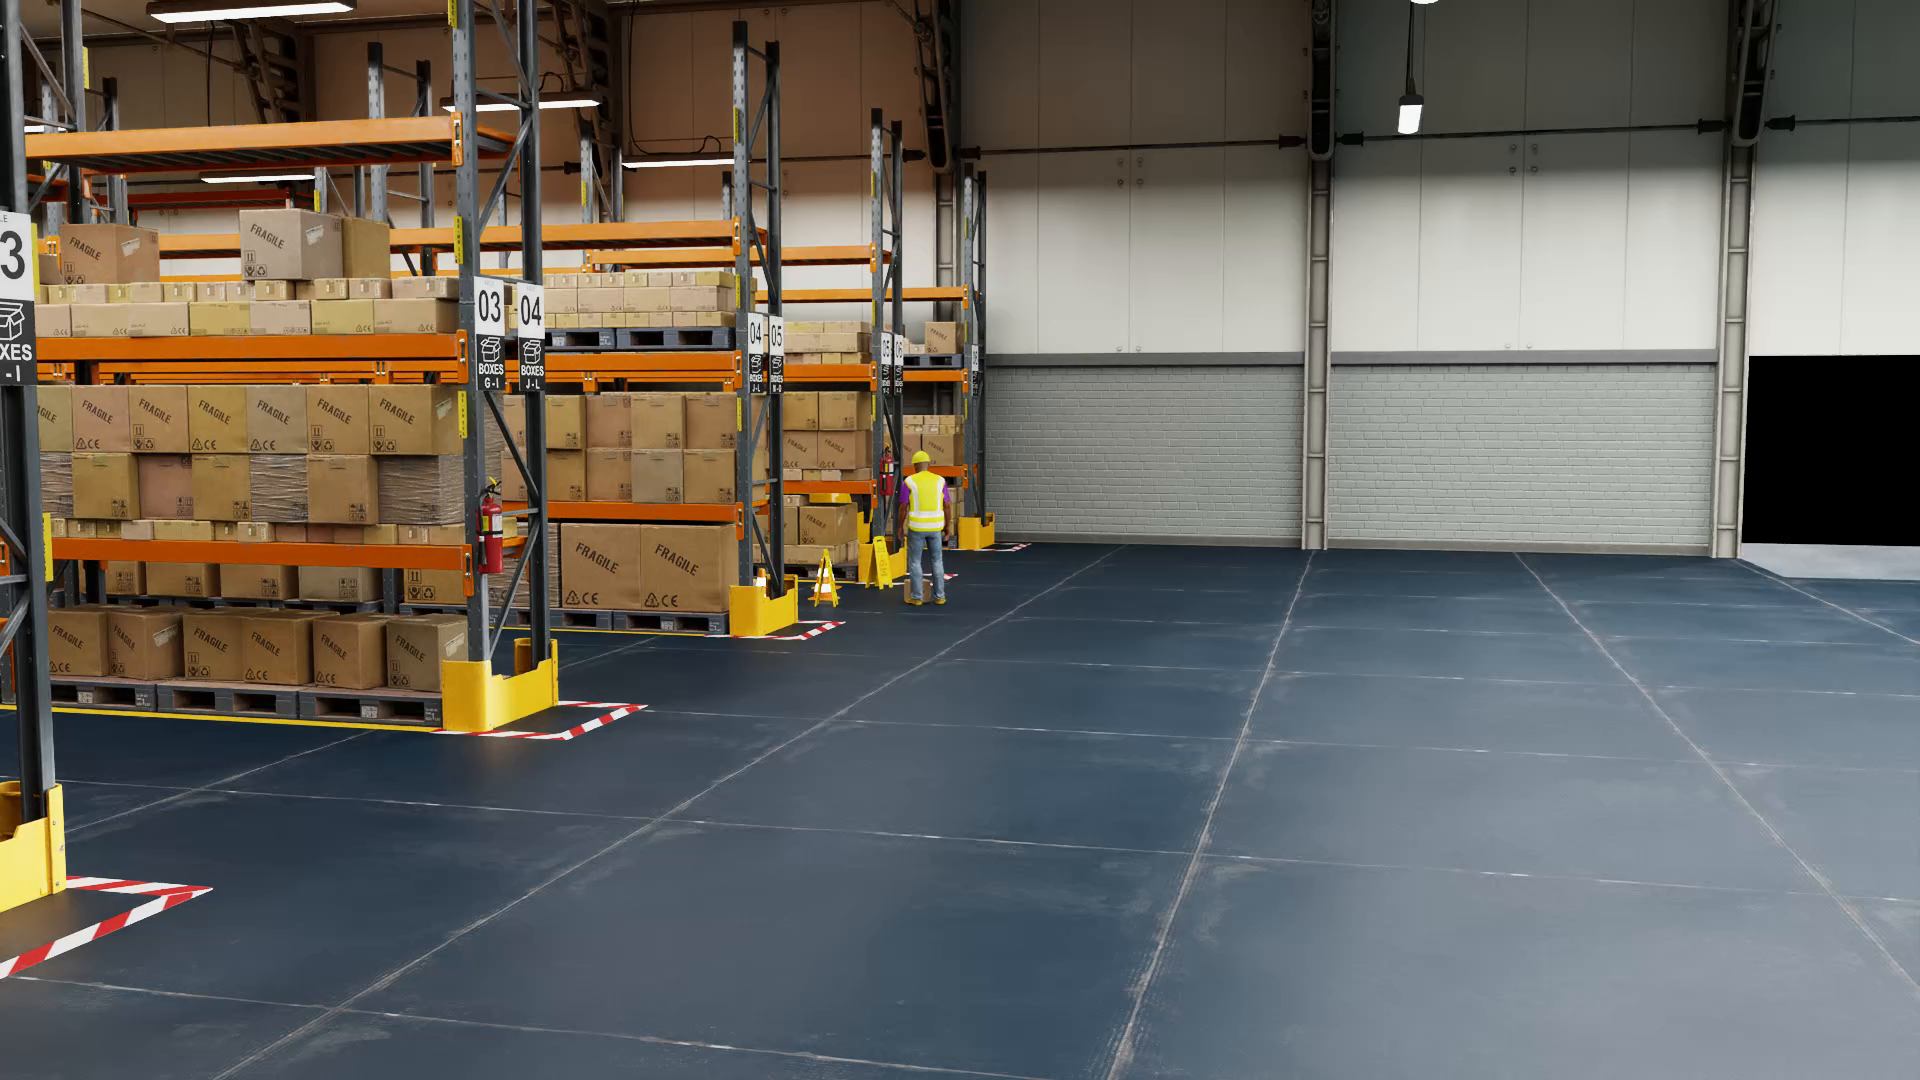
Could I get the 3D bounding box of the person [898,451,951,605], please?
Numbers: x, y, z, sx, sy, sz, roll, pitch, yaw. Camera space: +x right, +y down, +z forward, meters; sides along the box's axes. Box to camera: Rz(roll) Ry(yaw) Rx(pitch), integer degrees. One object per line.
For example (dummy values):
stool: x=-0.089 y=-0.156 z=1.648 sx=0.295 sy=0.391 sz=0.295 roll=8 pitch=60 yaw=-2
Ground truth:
person: x=-0.409 y=-0.141 z=19.096 sx=0.627 sy=1.761 sz=0.456 roll=-1 pitch=5 yaw=-16
